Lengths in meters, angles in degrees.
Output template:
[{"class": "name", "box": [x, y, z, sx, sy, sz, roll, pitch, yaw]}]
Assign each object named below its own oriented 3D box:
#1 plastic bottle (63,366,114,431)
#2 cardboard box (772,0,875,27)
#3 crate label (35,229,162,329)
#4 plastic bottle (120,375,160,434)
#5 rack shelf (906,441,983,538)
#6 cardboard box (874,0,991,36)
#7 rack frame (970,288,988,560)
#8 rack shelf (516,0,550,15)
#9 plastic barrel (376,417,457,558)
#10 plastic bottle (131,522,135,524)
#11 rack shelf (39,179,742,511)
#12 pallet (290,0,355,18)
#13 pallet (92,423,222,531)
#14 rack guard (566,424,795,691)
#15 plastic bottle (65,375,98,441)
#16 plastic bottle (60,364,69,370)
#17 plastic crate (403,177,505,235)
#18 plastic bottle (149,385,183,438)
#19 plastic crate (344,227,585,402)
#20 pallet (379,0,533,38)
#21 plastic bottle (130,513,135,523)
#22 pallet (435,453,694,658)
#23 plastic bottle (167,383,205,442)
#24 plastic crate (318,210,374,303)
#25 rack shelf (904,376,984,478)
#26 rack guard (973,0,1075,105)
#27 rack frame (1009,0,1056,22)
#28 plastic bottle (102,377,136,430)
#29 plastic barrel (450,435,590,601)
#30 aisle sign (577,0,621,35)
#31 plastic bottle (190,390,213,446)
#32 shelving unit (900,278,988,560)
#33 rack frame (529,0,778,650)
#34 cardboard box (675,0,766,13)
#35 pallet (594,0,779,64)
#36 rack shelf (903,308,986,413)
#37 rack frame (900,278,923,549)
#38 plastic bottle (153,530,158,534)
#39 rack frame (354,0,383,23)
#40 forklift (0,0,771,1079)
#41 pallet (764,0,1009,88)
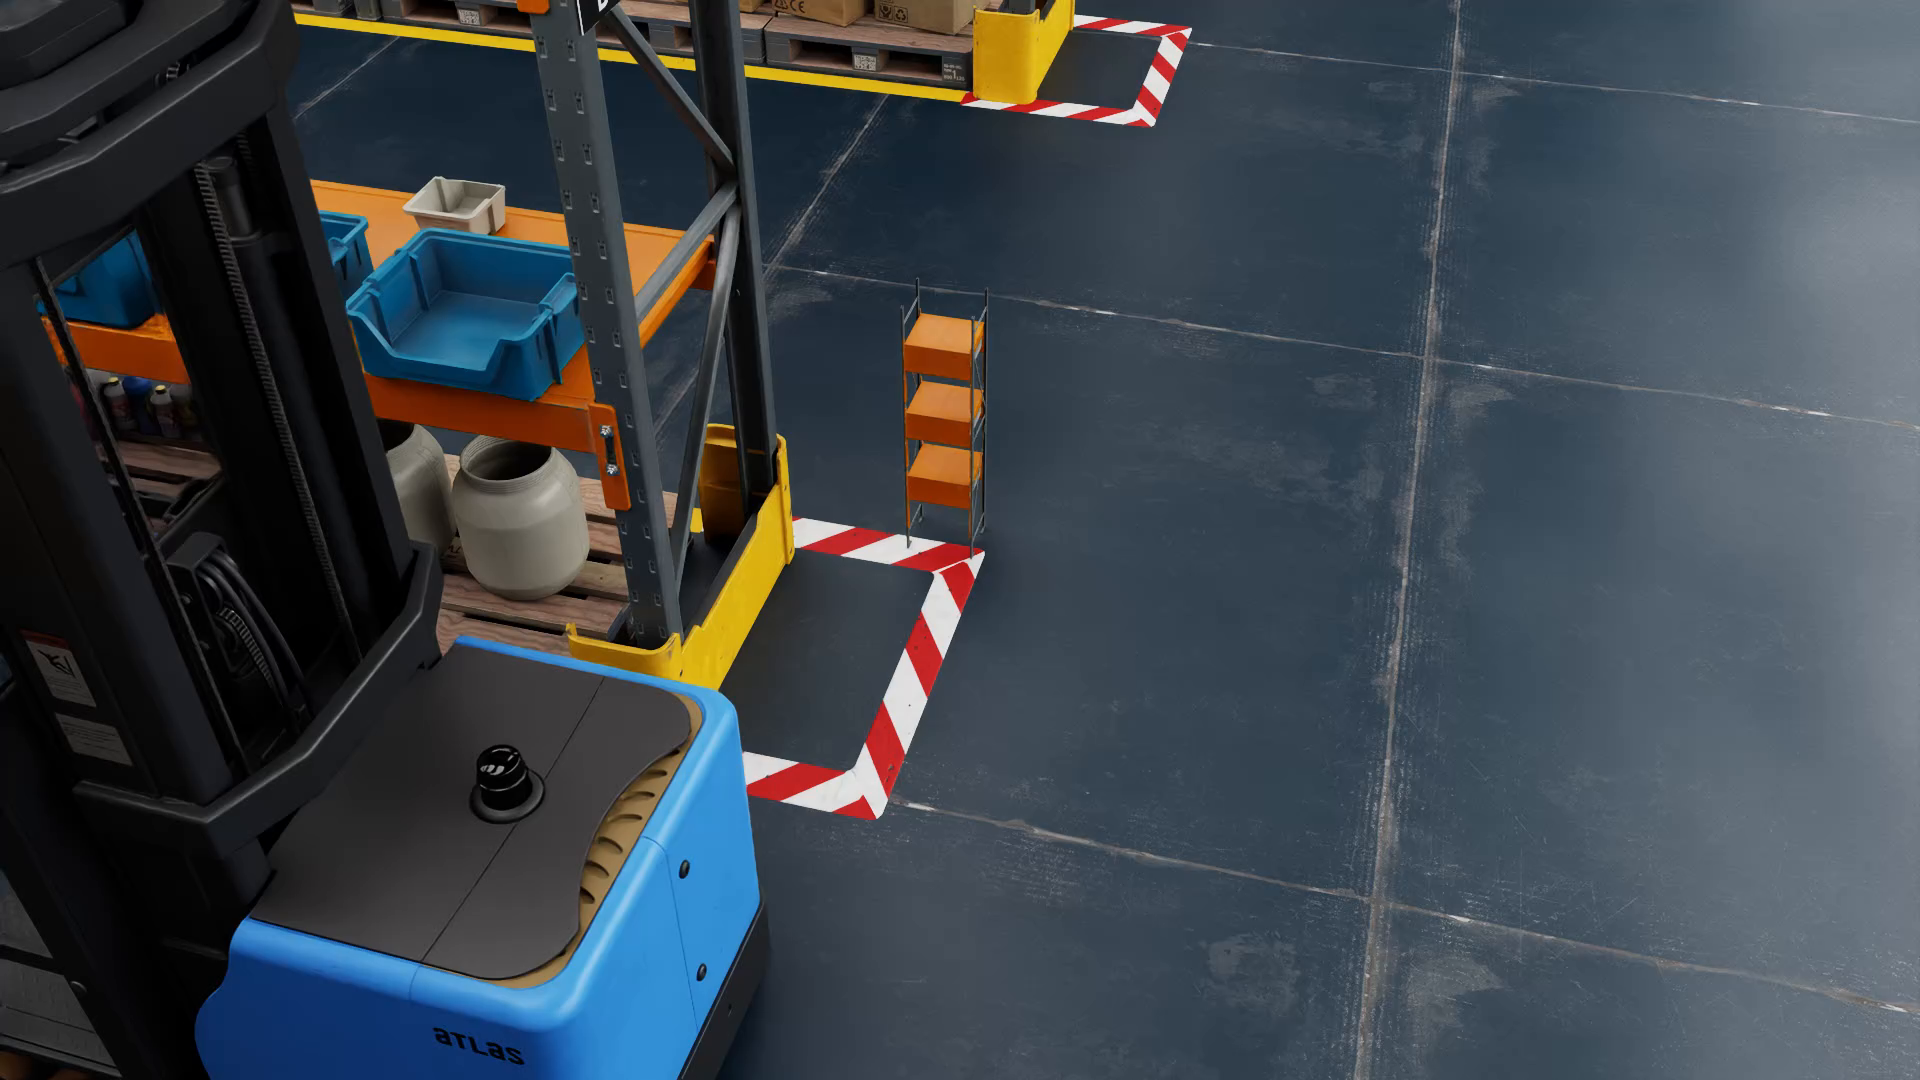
[{"class": "plastic bottle", "box": [-3.347, -0.565, 6.366, 0.135, 0.276, 0.152, 10, 41, 12]}, {"class": "cardboard box", "box": [-0.738, -3.291, 9.453, 0.500, 0.500, 0.500, 20, 44, 23]}, {"class": "crate label", "box": [-2.681, -0.969, 5.044, 0.616, 0.435, 0.502, 10, 41, 11]}, {"class": "plastic bottle", "box": [-3.127, -0.544, 6.344, 0.097, 0.271, 0.097, 0, 40, 0]}, {"class": "rack shelf", "box": [-0.052, -0.190, 6.109, 0.240, 0.259, 0.215, 10, 41, 11]}, {"class": "cardboard box", "box": [-0.151, -3.212, 9.360, 0.500, 0.500, 0.500, 17, 43, 19]}, {"class": "rack frame", "box": [0.066, -0.391, 5.899, 0.008, 1.050, 0.200, 10, 41, 11]}, {"class": "rack shelf", "box": [-2.765, -2.023, 4.554, 4.000, 0.370, 1.077, 10, 41, 11]}, {"class": "plastic barrel", "box": [-1.972, -0.171, 5.729, 0.421, 0.512, 0.421, 0, 40, 0]}, {"class": "plastic bottle", "box": [-2.838, 0.013, 5.672, 0.133, 0.283, 0.061, 11, 41, 12]}, {"class": "rack shelf", "box": [-2.765, -0.875, 5.518, 4.000, 0.370, 1.077, 10, 41, 11]}, {"class": "pallet", "box": [-4.169, -3.620, 10.397, 1.213, 0.211, 1.003, 10, 41, 11]}, {"class": "pallet", "box": [-2.877, -0.076, 6.176, 1.213, 0.211, 1.003, 10, 41, 11]}, {"class": "rack guard", "box": [-0.918, 0.156, 5.675, 0.348, 0.500, 1.175, 10, 41, 11]}, {"class": "plastic bottle", "box": [-3.374, -0.502, 6.285, 0.133, 0.283, 0.061, 10, 41, 11]}, {"class": "plastic bottle", "box": [-3.503, -0.623, 6.377, 0.185, 0.351, 0.144, 10, 41, 11]}, {"class": "plastic crate", "box": [-1.614, -1.065, 5.391, 0.250, 0.136, 0.298, 10, 41, 11]}, {"class": "plastic bottle", "box": [-3.027, -0.500, 6.346, 0.097, 0.201, 0.097, 0, 40, 0]}, {"class": "plastic crate", "box": [-1.394, -0.658, 4.817, 0.616, 0.251, 0.499, 10, 41, 11]}, {"class": "pallet", "box": [-2.759, -3.402, 10.137, 1.213, 0.211, 1.003, 10, 41, 11]}, {"class": "plastic bottle", "box": [-2.930, -0.104, 5.811, 0.133, 0.283, 0.061, 10, 41, 11]}, {"class": "pallet", "box": [-1.702, 0.128, 5.933, 1.213, 0.211, 1.003, 10, 41, 11]}, {"class": "plastic bottle", "box": [-2.931, -0.510, 6.304, 0.097, 0.271, 0.097, 0, 40, 0]}, {"class": "plastic crate", "box": [-2.019, -0.769, 4.949, 0.408, 0.251, 0.499, 10, 41, 11]}, {"class": "rack shelf", "box": [-0.052, -0.403, 5.930, 0.240, 0.259, 0.215, 10, 41, 11]}, {"class": "rack guard", "box": [0.374, -2.950, 9.374, 0.348, 0.500, 1.175, 10, 41, 11]}, {"class": "rack frame", "box": [0.448, -3.895, 8.555, 0.127, 3.000, 1.000, 10, 41, 11]}, {"class": "plastic bottle", "box": [-3.226, -0.534, 6.387, 0.097, 0.201, 0.097, 0, 40, 0]}, {"class": "plastic barrel", "box": [-1.488, -0.088, 5.630, 0.421, 0.512, 0.421, 0, 40, 0]}, {"class": "aisle sign", "box": [-0.840, -1.617, 3.821, 0.004, 0.787, 0.394, 10, 41, 11]}, {"class": "plastic bottle", "box": [-2.835, -0.493, 6.284, 0.097, 0.271, 0.097, 0, 40, 0]}, {"class": "shelving unit", "box": [-0.052, -0.411, 5.923, 0.252, 1.050, 0.215, 10, 41, 11]}, {"class": "rack frame", "box": [-0.833, -0.818, 4.891, 0.127, 3.000, 1.000, 10, 41, 11]}, {"class": "cardboard box", "box": [-1.338, -3.406, 9.591, 0.500, 0.500, 0.500, 13, 42, 15]}, {"class": "pallet", "box": [-1.576, -3.201, 9.897, 1.213, 0.211, 1.003, 10, 41, 11]}, {"class": "rack shelf", "box": [-0.052, -0.621, 5.748, 0.240, 0.259, 0.215, 10, 41, 11]}, {"class": "rack frame", "box": [-0.169, -0.432, 5.947, 0.008, 1.050, 0.200, 10, 41, 11]}, {"class": "plastic bottle", "box": [-2.720, 0.053, 5.689, 0.097, 0.201, 0.097, 0, 40, 0]}, {"class": "rack frame", "box": [-3.417, -4.560, 9.347, 0.127, 3.000, 1.000, 10, 41, 11]}, {"class": "forklift", "box": [-2.113, 0.112, 3.838, 3.031, 2.935, 1.130, 11, 41, 12]}, {"class": "pallet", "box": [-0.402, -2.997, 9.654, 1.213, 0.211, 1.003, 10, 41, 11]}]
